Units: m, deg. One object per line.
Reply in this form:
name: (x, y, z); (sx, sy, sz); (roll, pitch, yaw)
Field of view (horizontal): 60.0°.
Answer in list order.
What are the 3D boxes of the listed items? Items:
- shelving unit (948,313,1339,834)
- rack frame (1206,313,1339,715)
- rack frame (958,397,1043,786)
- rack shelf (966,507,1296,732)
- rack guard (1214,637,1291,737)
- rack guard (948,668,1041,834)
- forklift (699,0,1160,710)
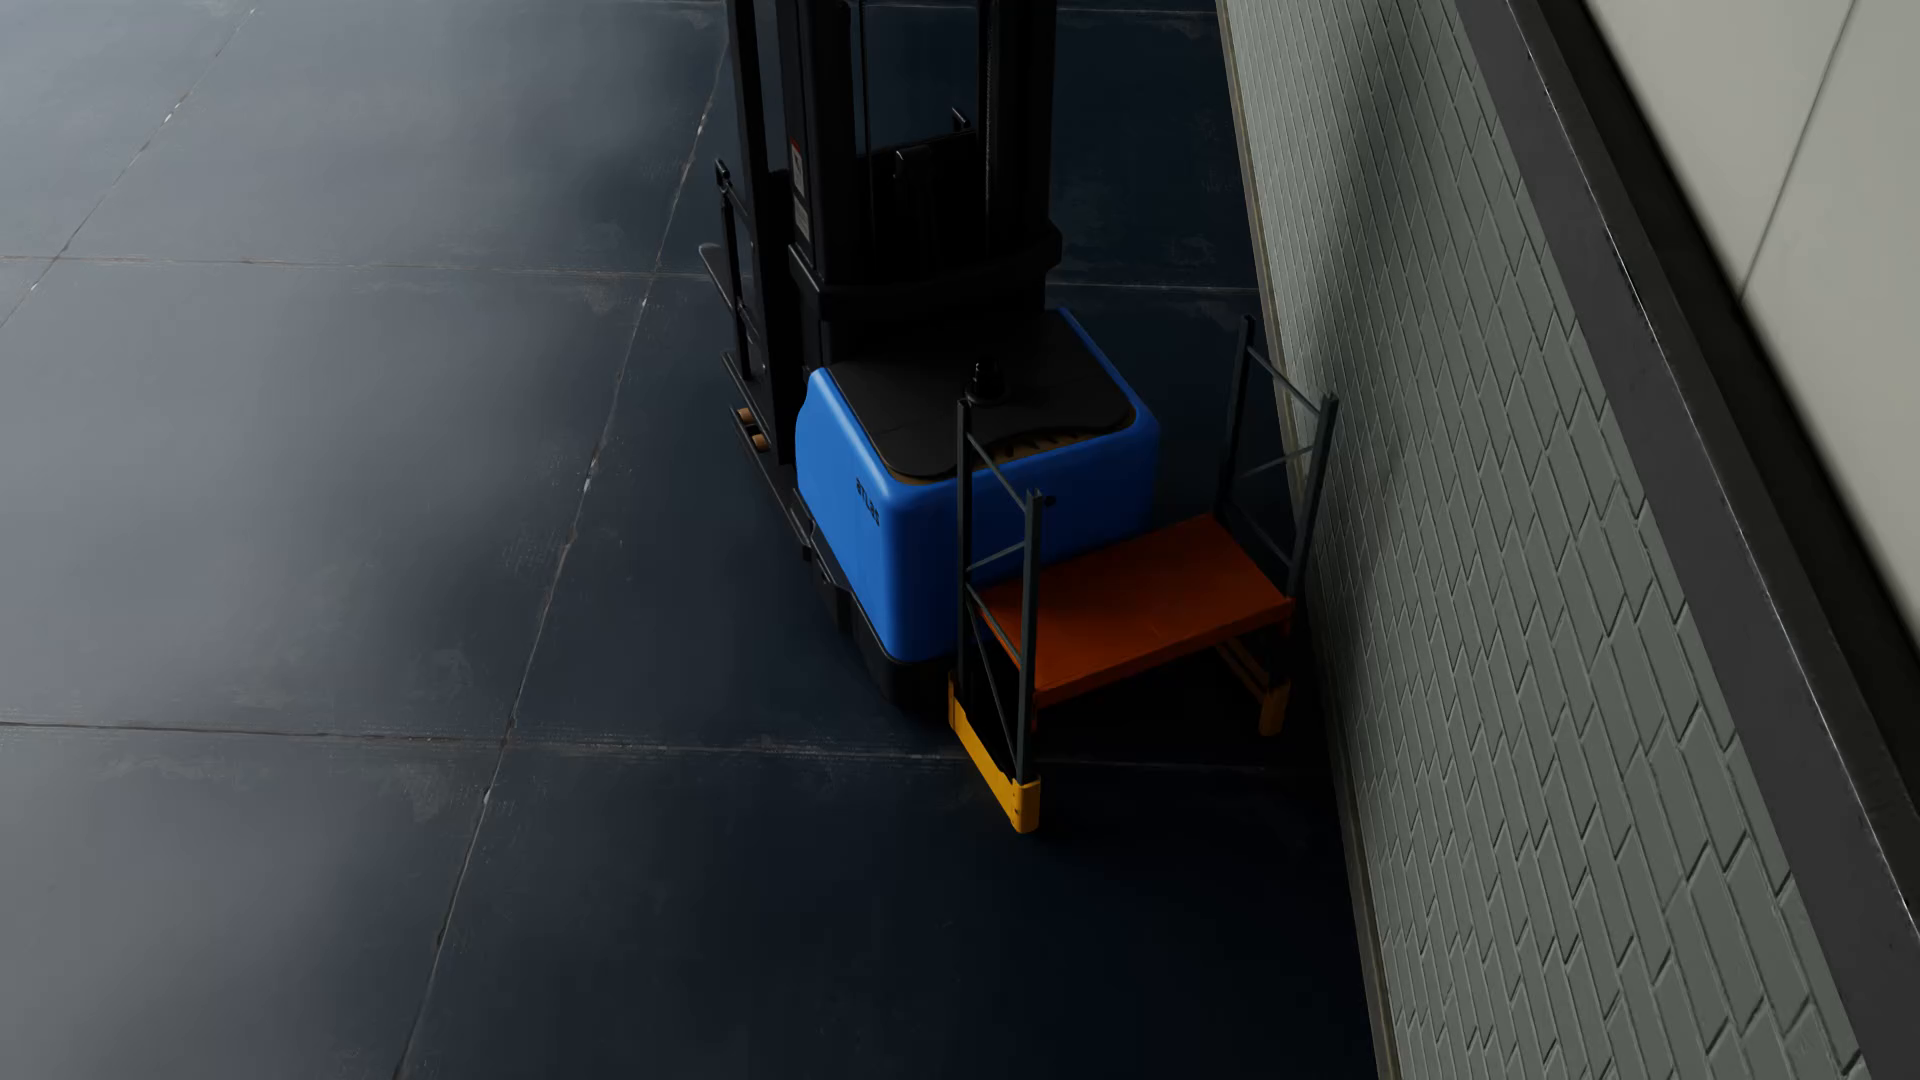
shelving unit: (0.563, 0.125, 5.551); (1.083, 1.500, 0.587); (-18, 46, -19)
rack frame: (1.029, -0.028, 5.715); (0.032, 1.500, 0.500); (-18, 46, -19)
rack frame: (0.114, 0.273, 5.392); (0.032, 1.500, 0.500); (-18, 46, -19)
rack shelf: (0.572, 0.254, 5.676); (1.000, 0.185, 0.538); (-18, 46, -19)
rack guard: (1.012, 0.434, 6.135); (0.087, 0.250, 0.587); (-18, 46, -19)
rack guard: (0.115, 0.730, 5.819); (0.087, 0.250, 0.587); (-18, 46, -19)
forklift: (-0.345, -1.469, 6.212); (1.130, 2.935, 3.031); (-16, 45, -17)
